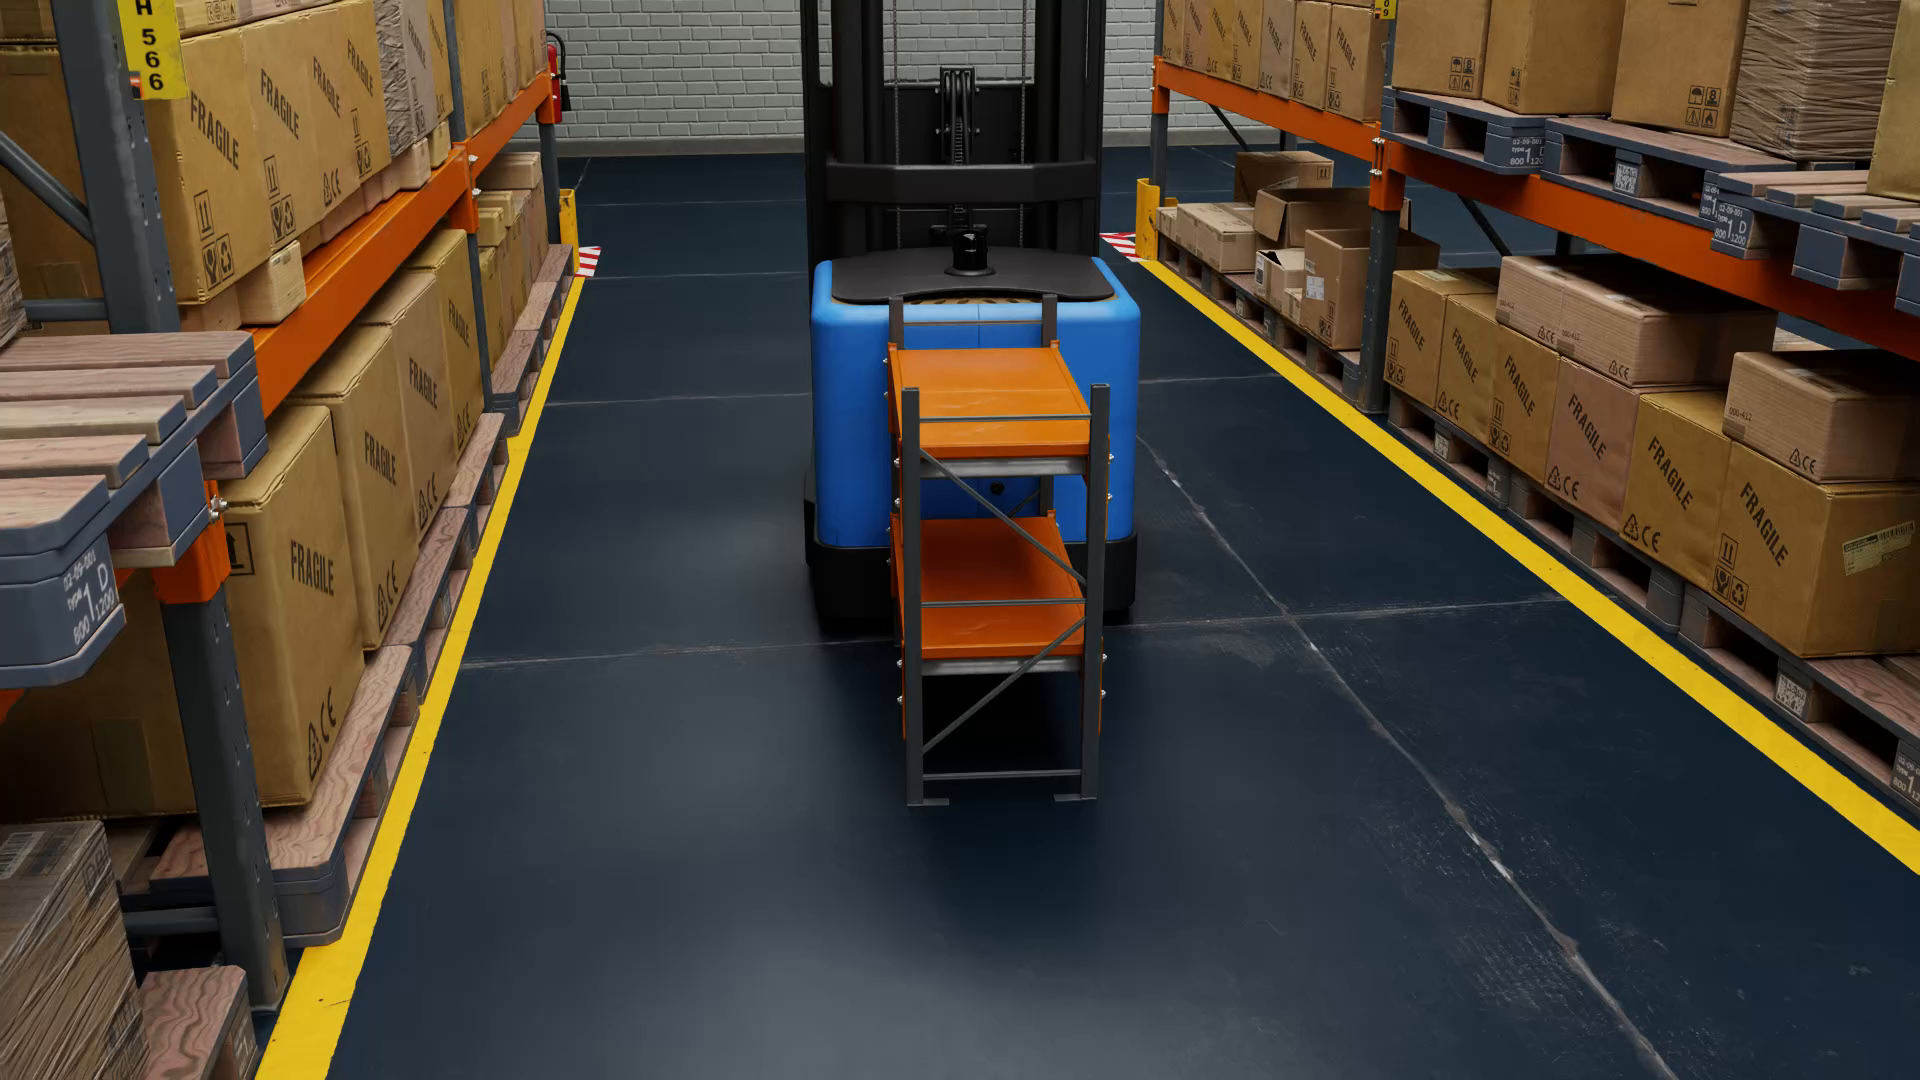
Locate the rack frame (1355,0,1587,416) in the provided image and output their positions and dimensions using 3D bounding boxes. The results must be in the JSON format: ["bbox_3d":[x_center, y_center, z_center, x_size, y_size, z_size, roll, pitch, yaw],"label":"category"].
[{"bbox_3d":[2.375,-2.031,7.368,1.000,3.000,0.127,-3,21,-8],"label":"rack frame"}]

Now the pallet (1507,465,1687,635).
[{"bbox_3d":[2.709,-0.022,5.973,1.003,0.211,1.213,-3,21,-8],"label":"pallet"}]

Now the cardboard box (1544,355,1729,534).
[{"bbox_3d":[2.429,-0.354,5.821,0.500,0.500,0.500,-4,21,-10],"label":"cardboard box"}]

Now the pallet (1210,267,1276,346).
[{"bbox_3d":[2.098,-1.386,9.626,1.003,0.211,1.213,-3,21,-8],"label":"pallet"}]

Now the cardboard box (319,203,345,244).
[{"bbox_3d":[-2.000,-0.943,4.785,0.380,0.149,0.250,-3,21,-7],"label":"cardboard box"}]

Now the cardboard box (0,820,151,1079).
[{"bbox_3d":[-1.794,0.816,2.687,0.700,0.500,0.500,-3,21,-7],"label":"cardboard box"}]

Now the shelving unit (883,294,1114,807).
[{"bbox_3d":[0.074,-0.017,4.655,0.538,1.125,1.048,-1,21,-4],"label":"shelving unit"}]

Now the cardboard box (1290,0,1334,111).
[{"bbox_3d":[1.974,-2.417,8.257,0.500,0.500,0.500,-2,21,-6],"label":"cardboard box"}]

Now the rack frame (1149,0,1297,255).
[{"bbox_3d":[1.799,-3.416,11.076,1.000,3.000,0.127,-3,21,-8],"label":"rack frame"}]

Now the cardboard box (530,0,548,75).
[{"bbox_3d":[-3.019,-3.130,9.879,0.980,0.700,0.700,-2,21,-5],"label":"cardboard box"}]

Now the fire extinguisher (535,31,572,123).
[{"bbox_3d":[-2.668,-3.030,10.684,0.296,0.674,0.183,-3,21,-8],"label":"fire extinguisher"}]

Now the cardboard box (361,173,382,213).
[{"bbox_3d":[-2.058,-1.127,5.277,0.380,0.149,0.250,-3,21,-9],"label":"cardboard box"}]

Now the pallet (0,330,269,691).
[{"bbox_3d":[-1.741,-0.064,2.375,1.213,0.211,1.003,-3,21,-8],"label":"pallet"}]

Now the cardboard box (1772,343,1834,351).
[{"bbox_3d":[2.940,-0.389,5.914,0.500,0.500,0.500,-4,21,-10],"label":"cardboard box"}]

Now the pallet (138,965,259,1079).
[{"bbox_3d":[-1.838,1.182,2.751,1.003,0.211,1.213,-3,21,-8],"label":"pallet"}]

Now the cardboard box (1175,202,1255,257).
[{"bbox_3d":[1.668,-1.959,10.474,0.500,0.250,0.500,-3,21,-8],"label":"cardboard box"}]

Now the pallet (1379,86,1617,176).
[{"bbox_3d":[2.382,-1.659,6.646,1.003,0.211,1.213,-3,21,-8],"label":"pallet"}]

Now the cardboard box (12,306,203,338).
[{"bbox_3d":[-1.768,-0.413,3.364,0.380,0.149,0.250,-3,21,-9],"label":"cardboard box"}]

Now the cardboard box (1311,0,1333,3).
[{"bbox_3d":[1.970,-2.886,8.084,0.500,0.500,0.500,-3,21,-9],"label":"cardboard box"}]

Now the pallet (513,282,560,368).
[{"bbox_3d":[-2.737,-1.164,9.032,1.003,0.211,1.213,-3,21,-8],"label":"pallet"}]

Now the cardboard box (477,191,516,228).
[{"bbox_3d":[-2.477,-1.682,8.479,0.380,0.149,0.250,-4,21,-9],"label":"cardboard box"}]

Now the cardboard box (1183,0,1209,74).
[{"bbox_3d":[1.681,-3.118,10.134,0.500,0.500,0.500,-3,21,-8],"label":"cardboard box"}]

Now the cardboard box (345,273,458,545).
[{"bbox_3d":[-2.173,-0.444,5.589,0.750,0.750,0.750,-2,21,-6],"label":"cardboard box"}]

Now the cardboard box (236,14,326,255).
[{"bbox_3d":[-1.833,-0.954,3.886,0.500,0.500,0.500,-2,21,-6],"label":"cardboard box"}]

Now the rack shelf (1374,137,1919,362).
[{"bbox_3d":[2.664,-1.002,5.640,1.077,0.370,4.000,-3,21,-8],"label":"rack shelf"}]

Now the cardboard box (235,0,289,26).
[{"bbox_3d":[-1.838,-1.298,3.737,0.500,0.250,0.500,-3,21,-9],"label":"cardboard box"}]

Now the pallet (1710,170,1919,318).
[{"bbox_3d":[2.785,-0.788,4.312,1.213,0.211,1.003,-3,21,-8],"label":"pallet"}]

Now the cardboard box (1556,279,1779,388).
[{"bbox_3d":[2.421,-0.718,5.724,0.500,0.250,0.500,-3,21,-9],"label":"cardboard box"}]

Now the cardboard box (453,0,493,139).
[{"bbox_3d":[-2.588,-2.109,7.148,0.980,0.700,0.700,-3,21,-7],"label":"cardboard box"}]

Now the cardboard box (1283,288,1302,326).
[{"bbox_3d":[1.899,-1.212,8.619,0.380,0.149,0.250,-3,21,-8],"label":"cardboard box"}]

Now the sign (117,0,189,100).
[{"bbox_3d":[-1.414,-0.931,2.881,0.100,0.325,0.005,-3,21,-8],"label":"sign"}]

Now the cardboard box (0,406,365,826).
[{"bbox_3d":[-1.926,0.154,3.989,0.750,0.750,0.750,-3,21,-8],"label":"cardboard box"}]

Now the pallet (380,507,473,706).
[{"bbox_3d":[-2.161,0.213,5.345,1.003,0.211,1.213,-3,21,-8],"label":"pallet"}]

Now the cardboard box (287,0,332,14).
[{"bbox_3d":[-1.914,-1.471,4.200,0.500,0.250,0.500,-3,21,-7],"label":"cardboard box"}]

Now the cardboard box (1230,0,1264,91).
[{"bbox_3d":[1.821,-2.771,9.204,0.500,0.500,0.500,-3,21,-7],"label":"cardboard box"}]

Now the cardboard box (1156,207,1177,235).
[{"bbox_3d":[1.519,-2.124,11.063,0.380,0.149,0.250,-3,21,-8],"label":"cardboard box"}]

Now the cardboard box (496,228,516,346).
[{"bbox_3d":[-2.602,-1.244,8.232,0.700,0.500,0.500,-3,21,-8],"label":"cardboard box"}]

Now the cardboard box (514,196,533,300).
[{"bbox_3d":[-2.758,-1.606,9.202,0.700,0.500,0.500,-4,21,-10],"label":"cardboard box"}]

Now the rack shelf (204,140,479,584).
[{"bbox_3d":[-2.238,-0.751,4.967,1.077,0.370,4.000,-3,21,-8],"label":"rack shelf"}]

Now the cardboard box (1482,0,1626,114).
[{"bbox_3d":[2.384,-1.865,6.178,0.700,0.500,0.500,0,20,1],"label":"cardboard box"}]

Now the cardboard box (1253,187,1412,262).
[{"bbox_3d":[2.099,-1.718,9.468,0.797,0.503,0.637,-3,21,-8],"label":"cardboard box"}]

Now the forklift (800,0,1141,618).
[{"bbox_3d":[-0.042,-1.593,6.291,1.130,2.935,3.031,-1,21,-4],"label":"forklift"}]

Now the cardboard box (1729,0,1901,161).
[{"bbox_3d":[2.807,-1.429,5.011,0.700,0.500,0.500,1,20,2],"label":"cardboard box"}]

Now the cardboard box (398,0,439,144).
[{"bbox_3d":[-2.127,-1.652,5.757,0.500,0.500,0.500,-3,21,-7],"label":"cardboard box"}]

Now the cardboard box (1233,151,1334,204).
[{"bbox_3d":[2.121,-2.275,10.965,0.500,0.500,0.500,-3,21,-8],"label":"cardboard box"}]

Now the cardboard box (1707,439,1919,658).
[{"bbox_3d":[2.585,0.007,4.855,0.500,0.500,0.500,-2,21,-6],"label":"cardboard box"}]

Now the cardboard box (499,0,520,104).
[{"bbox_3d":[-2.803,-2.614,8.498,0.980,0.700,0.700,-4,21,-10],"label":"cardboard box"}]

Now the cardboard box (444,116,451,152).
[{"bbox_3d":[-2.197,-1.569,6.461,0.380,0.149,0.250,-3,21,-7],"label":"cardboard box"}]

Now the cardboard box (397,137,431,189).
[{"bbox_3d":[-2.048,-1.302,5.747,0.380,0.149,0.250,-3,21,-8],"label":"cardboard box"}]

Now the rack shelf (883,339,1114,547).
[{"bbox_3d":[0.074,-0.291,4.552,0.538,0.278,1.000,-1,21,-4],"label":"rack shelf"}]

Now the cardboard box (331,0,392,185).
[{"bbox_3d":[-1.986,-1.305,4.828,0.500,0.500,0.500,-2,21,-6],"label":"cardboard box"}]

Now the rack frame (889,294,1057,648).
[{"bbox_3d":[0.039,-0.195,5.130,0.500,1.125,0.032,-1,21,-4],"label":"rack frame"}]

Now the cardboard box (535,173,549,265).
[{"bbox_3d":[-2.903,-1.953,10.132,0.700,0.500,0.500,-3,21,-8],"label":"cardboard box"}]

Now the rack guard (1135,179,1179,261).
[{"bbox_3d":[1.810,-2.219,11.443,1.175,0.500,0.348,-3,21,-8],"label":"rack guard"}]

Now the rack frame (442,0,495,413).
[{"bbox_3d":[-2.526,-1.780,6.695,1.000,3.000,0.127,-3,21,-8],"label":"rack frame"}]

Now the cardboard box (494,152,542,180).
[{"bbox_3d":[-2.704,-2.222,9.924,0.380,0.149,0.250,-3,21,-8],"label":"cardboard box"}]

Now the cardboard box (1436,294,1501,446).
[{"bbox_3d":[2.292,-0.703,6.754,0.500,0.500,0.500,-3,21,-7],"label":"cardboard box"}]

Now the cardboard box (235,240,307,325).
[{"bbox_3d":[-1.750,-0.597,3.857,0.380,0.149,0.250,-2,21,-6],"label":"cardboard box"}]
